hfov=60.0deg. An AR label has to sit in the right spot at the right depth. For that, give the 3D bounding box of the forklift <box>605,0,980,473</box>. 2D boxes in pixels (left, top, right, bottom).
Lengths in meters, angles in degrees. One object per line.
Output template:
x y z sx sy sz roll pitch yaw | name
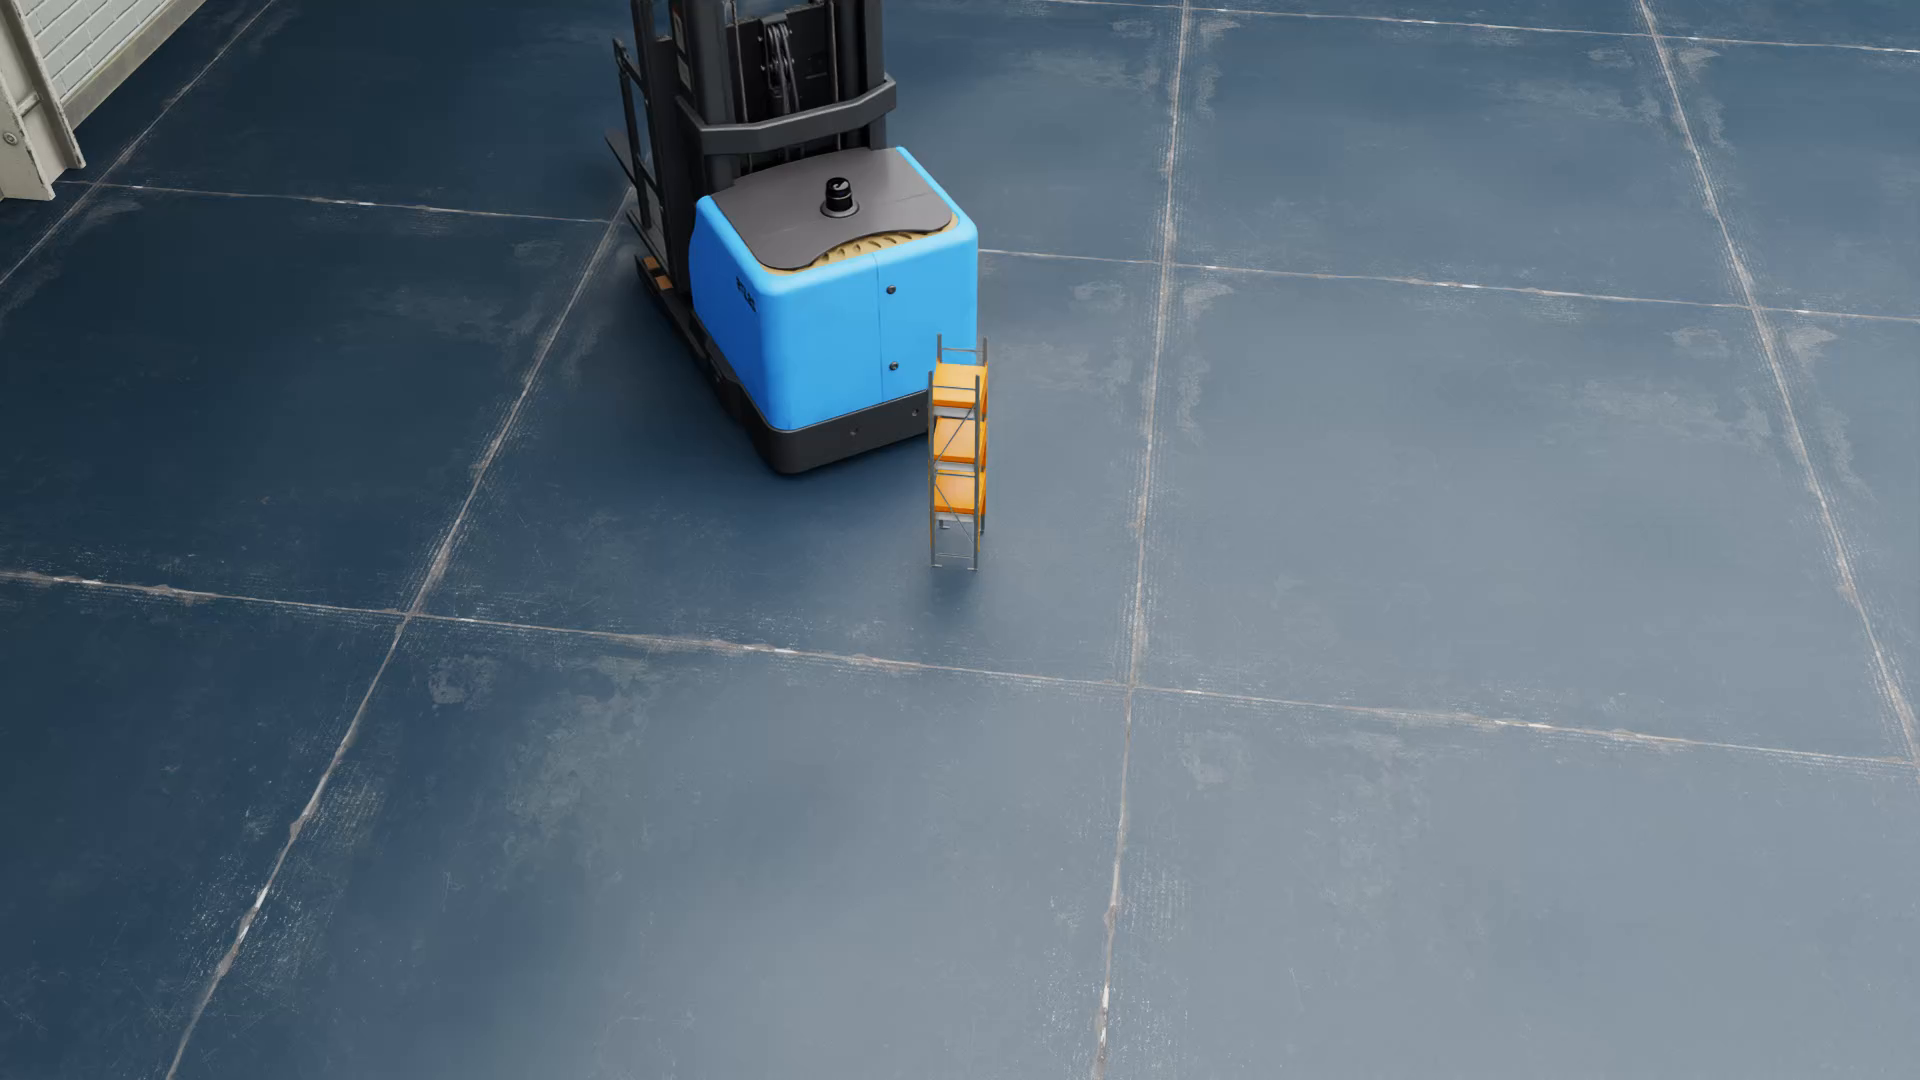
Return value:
-1.020 -2.377 7.628 1.130 2.935 3.031 -19 47 -19 | forklift

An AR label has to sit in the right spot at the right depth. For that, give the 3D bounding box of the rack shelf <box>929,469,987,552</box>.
-0.007 -0.135 7.049 0.215 0.259 0.240 5 44 6 | rack shelf

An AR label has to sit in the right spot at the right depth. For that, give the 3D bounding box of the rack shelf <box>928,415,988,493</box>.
-0.007 -0.337 6.858 0.215 0.259 0.240 5 44 6 | rack shelf

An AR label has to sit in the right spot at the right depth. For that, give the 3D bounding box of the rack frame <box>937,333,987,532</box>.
0.009 -0.428 6.938 0.200 1.050 0.008 5 44 6 | rack frame

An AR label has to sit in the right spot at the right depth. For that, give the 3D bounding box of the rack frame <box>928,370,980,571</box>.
-0.023 -0.262 6.763 0.200 1.050 0.008 5 44 6 | rack frame

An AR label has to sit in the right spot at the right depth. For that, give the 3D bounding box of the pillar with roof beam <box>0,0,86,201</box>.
-0.914 -4.912 5.892 9.100 9.000 0.400 5 44 6 | pillar with roof beam

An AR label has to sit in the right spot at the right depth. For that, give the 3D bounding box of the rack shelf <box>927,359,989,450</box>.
-0.007 -0.543 6.663 0.215 0.259 0.240 5 44 6 | rack shelf

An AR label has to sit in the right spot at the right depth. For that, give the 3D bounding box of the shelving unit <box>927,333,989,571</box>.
-0.007 -0.345 6.851 0.215 1.050 0.252 5 44 6 | shelving unit
